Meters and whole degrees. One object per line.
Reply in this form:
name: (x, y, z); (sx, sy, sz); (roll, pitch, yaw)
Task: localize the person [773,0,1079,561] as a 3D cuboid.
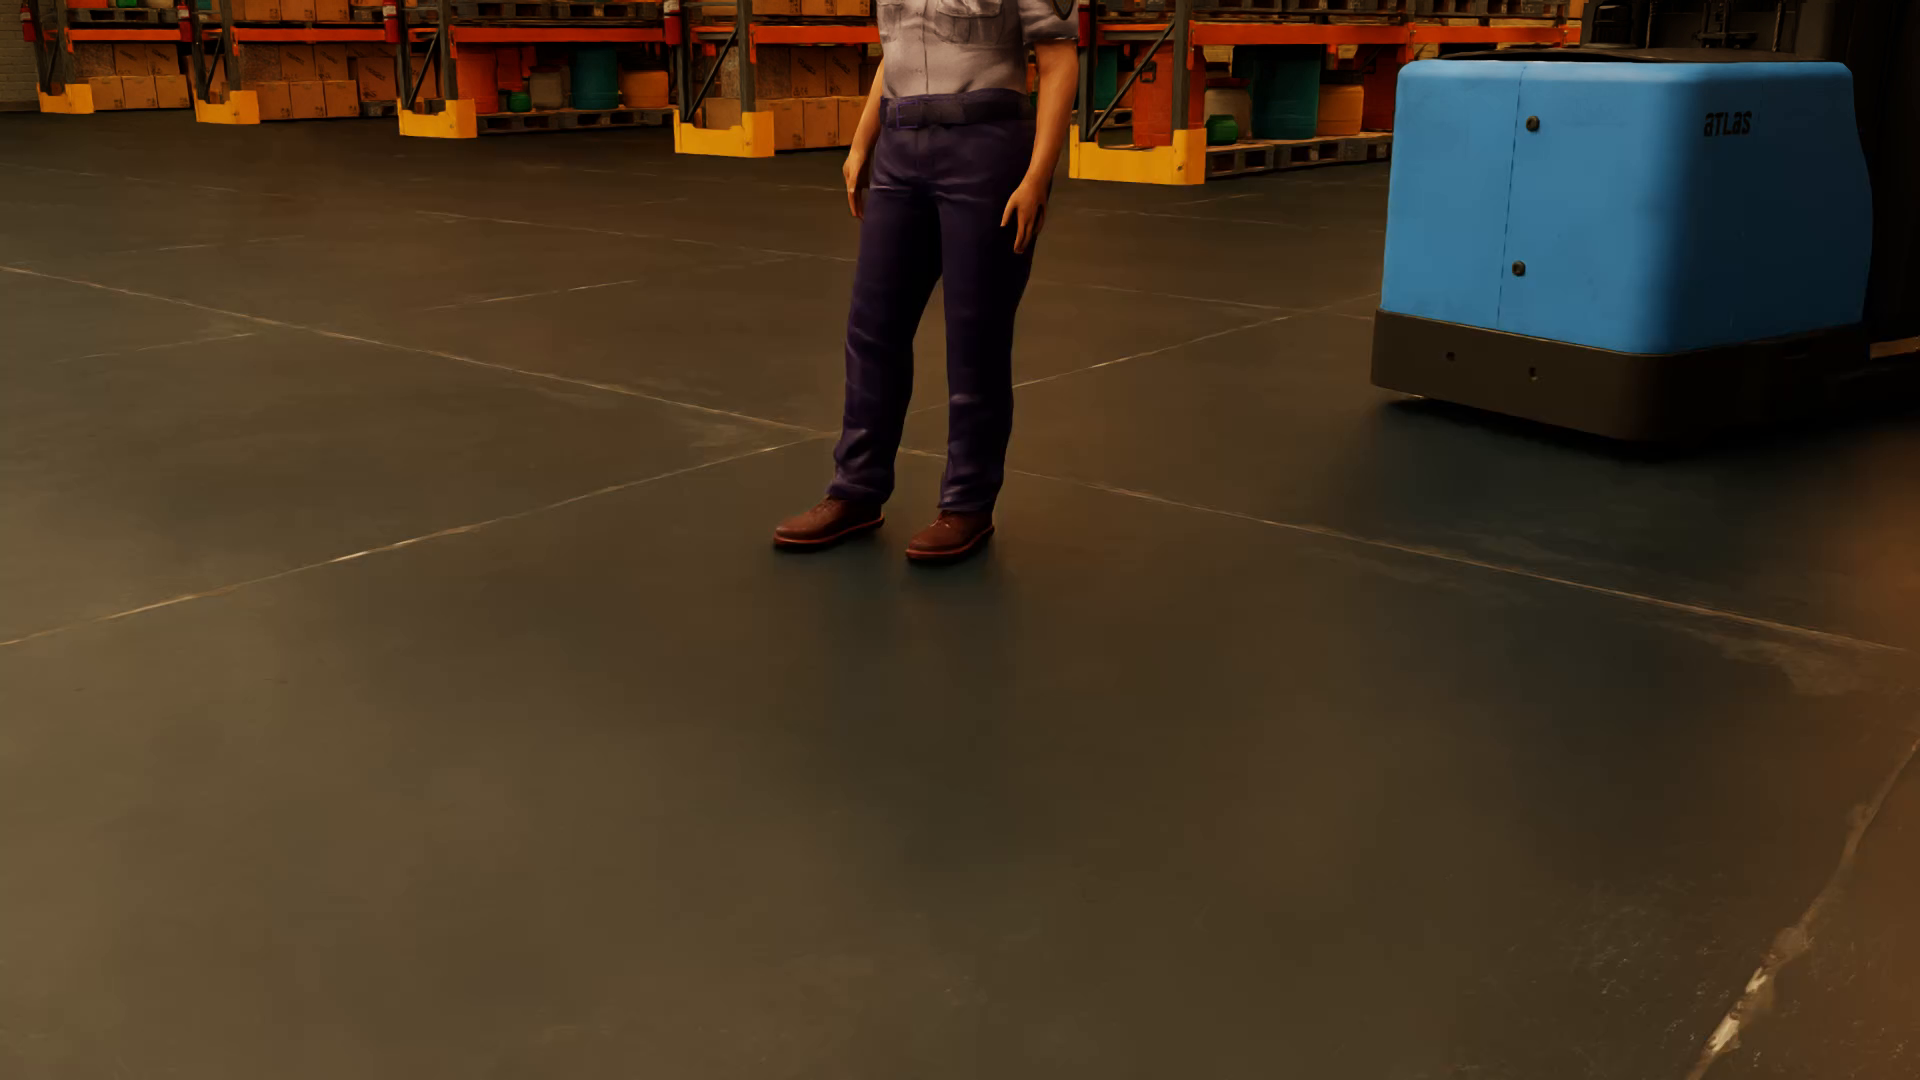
person: (-0.075, -0.779, 3.648); (0.598, 1.651, 0.502); (13, 21, 37)

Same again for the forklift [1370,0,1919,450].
forklift: (2.833, -1.964, 5.366); (3.031, 2.935, 1.130); (-11, 20, -32)
